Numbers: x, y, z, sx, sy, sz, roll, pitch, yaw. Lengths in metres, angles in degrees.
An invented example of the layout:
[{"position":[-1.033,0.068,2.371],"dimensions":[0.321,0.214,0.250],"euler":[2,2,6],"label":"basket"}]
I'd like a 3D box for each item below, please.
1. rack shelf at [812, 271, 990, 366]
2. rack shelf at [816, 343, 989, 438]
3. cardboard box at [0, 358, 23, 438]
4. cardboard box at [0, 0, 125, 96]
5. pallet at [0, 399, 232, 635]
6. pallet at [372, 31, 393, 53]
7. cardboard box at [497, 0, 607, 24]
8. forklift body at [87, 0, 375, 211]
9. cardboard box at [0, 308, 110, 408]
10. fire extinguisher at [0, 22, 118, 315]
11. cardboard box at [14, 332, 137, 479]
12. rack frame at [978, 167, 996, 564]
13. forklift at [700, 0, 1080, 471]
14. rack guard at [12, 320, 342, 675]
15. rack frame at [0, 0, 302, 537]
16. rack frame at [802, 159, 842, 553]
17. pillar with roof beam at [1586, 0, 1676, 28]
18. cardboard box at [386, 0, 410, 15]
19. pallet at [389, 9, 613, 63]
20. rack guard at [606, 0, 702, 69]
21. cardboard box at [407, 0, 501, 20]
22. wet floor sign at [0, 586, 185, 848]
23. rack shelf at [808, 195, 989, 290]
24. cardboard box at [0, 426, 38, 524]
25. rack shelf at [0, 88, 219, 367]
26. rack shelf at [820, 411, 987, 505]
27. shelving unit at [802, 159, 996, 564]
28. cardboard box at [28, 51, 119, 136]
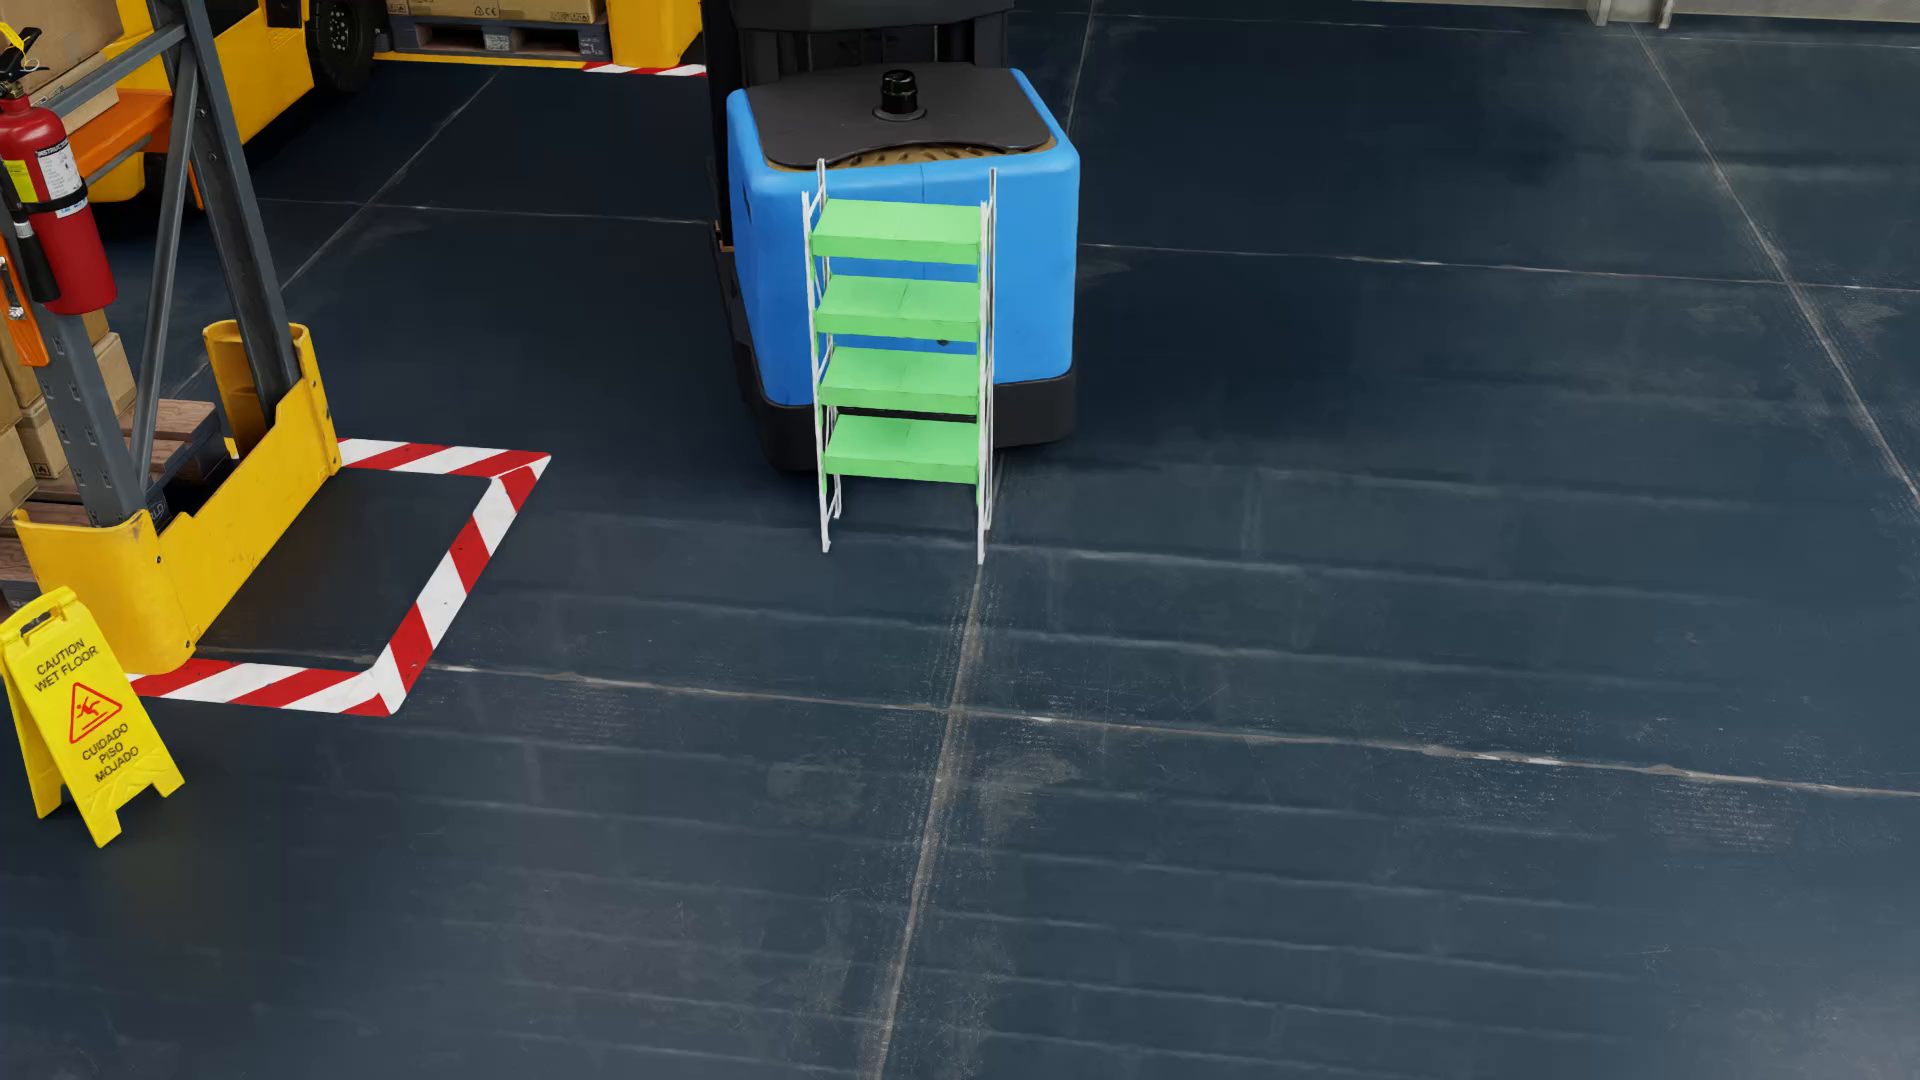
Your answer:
[{"position":[-0.164,-0.644,4.816],"dimensions":[0.480,0.148,0.258],"euler":[4,36,6],"label":"rack shelf"},{"position":[-0.164,-0.449,4.956],"dimensions":[0.480,0.148,0.258],"euler":[4,36,6],"label":"rack shelf"},{"position":[-3.074,-0.443,4.649],"dimensions":[0.500,0.500,0.500],"euler":[4,36,6],"label":"cardboard box"},{"position":[-2.681,-1.534,4.475],"dimensions":[0.500,0.500,0.500],"euler":[4,36,5],"label":"cardboard box"},{"position":[-3.123,-0.128,5.248],"dimensions":[1.213,0.211,1.003],"euler":[4,36,6],"label":"pallet"},{"position":[-3.589,-3.027,9.309],"dimensions":[1.213,0.211,1.003],"euler":[4,36,6],"label":"pallet"},{"position":[-2.124,-2.942,8.795],"dimensions":[0.500,0.250,0.500],"euler":[5,36,6],"label":"cardboard box"},{"position":[-3.731,-2.781,7.295],"dimensions":[1.214,2.155,2.313],"euler":[4,36,6],"label":"forklift body"},{"position":[-3.035,-0.755,5.085],"dimensions":[0.500,0.500,0.500],"euler":[3,36,4],"label":"cardboard box"},{"position":[-2.192,-0.872,3.956],"dimensions":[0.183,0.674,0.296],"euler":[4,36,6],"label":"fire extinguisher"},{"position":[-3.011,-0.448,5.301],"dimensions":[0.500,0.250,0.500],"euler":[4,36,6],"label":"cardboard box"},{"position":[0.078,-0.483,4.893],"dimensions":[0.015,1.200,0.240],"euler":[4,36,6],"label":"rack frame"},{"position":[-0.423,-2.272,5.911],"dimensions":[1.130,2.935,3.031],"euler":[-7,36,-10],"label":"forklift"},{"position":[-2.322,-0.165,5.051],"dimensions":[0.348,0.500,1.175],"euler":[4,36,6],"label":"rack guard"},{"position":[-2.247,-1.177,4.317],"dimensions":[0.127,3.000,1.000],"euler":[4,36,6],"label":"rack frame"},{"position":[-0.406,-0.519,4.944],"dimensions":[0.015,1.200,0.240],"euler":[4,36,6],"label":"rack frame"},{"position":[3.209,-4.126,3.284],"dimensions":[0.400,9.000,9.100],"euler":[4,36,6],"label":"pillar with roof beam"},{"position":[-3.111,-3.026,8.914],"dimensions":[0.500,0.250,0.500],"euler":[5,36,6],"label":"cardboard box"},{"position":[-2.382,-2.935,9.180],"dimensions":[1.213,0.211,1.003],"euler":[4,36,6],"label":"pallet"},{"position":[-1.594,-3.018,9.049],"dimensions":[0.348,0.500,1.175],"euler":[4,36,6],"label":"rack guard"},{"position":[-2.616,-2.984,8.855],"dimensions":[0.500,0.250,0.500],"euler":[4,36,6],"label":"cardboard box"},{"position":[-2.194,0.412,4.118],"dimensions":[0.232,0.644,0.267],"euler":[17,39,22],"label":"wet floor sign"},{"position":[-0.164,-0.839,4.677],"dimensions":[0.480,0.148,0.258],"euler":[4,36,6],"label":"rack shelf"},{"position":[-3.106,-0.135,4.863],"dimensions":[0.500,0.250,0.500],"euler":[4,36,6],"label":"cardboard box"},{"position":[-4.230,-1.032,4.734],"dimensions":[4.000,0.370,1.077],"euler":[4,36,6],"label":"rack shelf"},{"position":[-0.164,-0.253,5.095],"dimensions":[0.480,0.148,0.258],"euler":[4,36,6],"label":"rack shelf"},{"position":[-0.164,-0.501,4.919],"dimensions":[0.503,1.200,0.258],"euler":[4,36,6],"label":"shelving unit"},{"position":[-2.557,-1.219,4.593],"dimensions":[0.250,0.149,0.380],"euler":[4,36,6],"label":"cardboard box"}]
